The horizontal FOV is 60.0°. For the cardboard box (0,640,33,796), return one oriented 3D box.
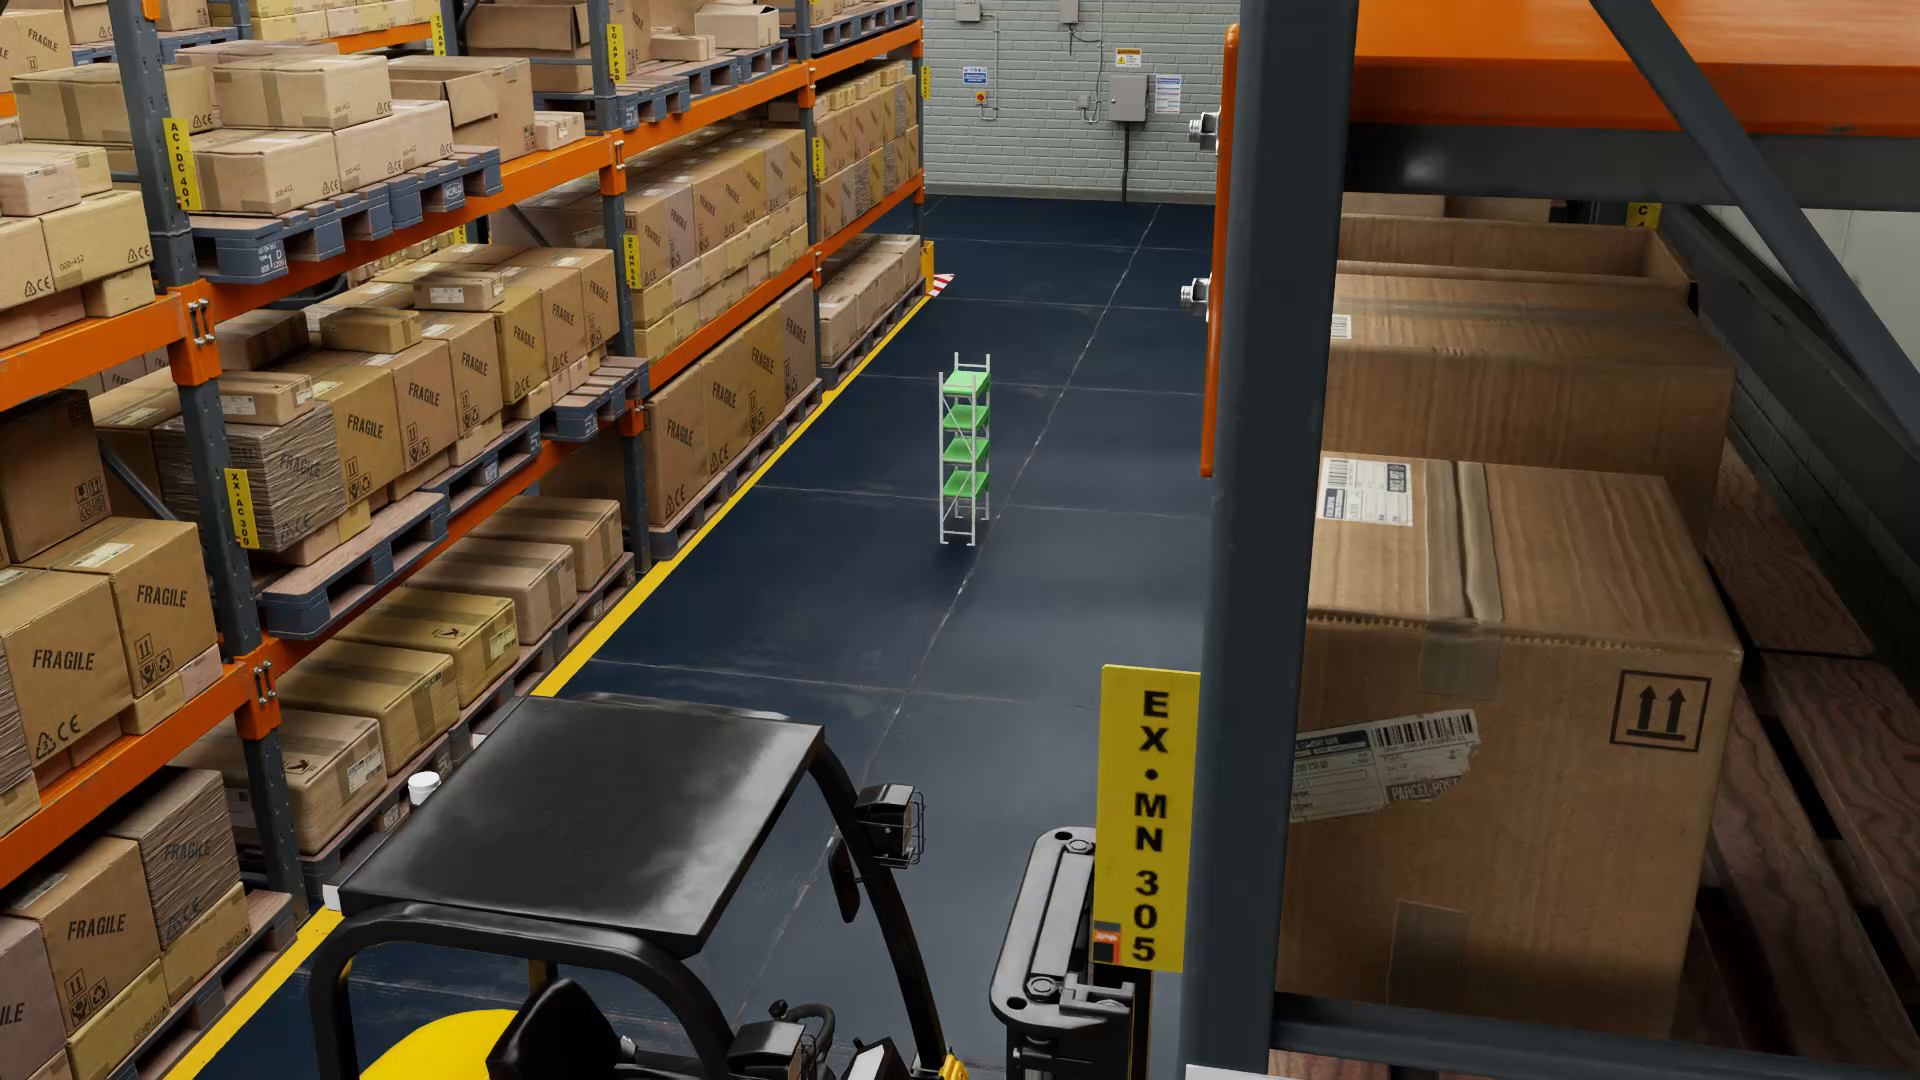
[{"bbox_3d":[-3.383,0.617,5.274,0.500,0.500,0.500,5,22,12],"label":"cardboard box"}]

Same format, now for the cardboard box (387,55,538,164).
[{"bbox_3d":[-2.723,-2.314,8.934,0.700,0.500,0.500,4,22,11],"label":"cardboard box"}]

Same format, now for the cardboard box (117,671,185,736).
[{"bbox_3d":[-3.147,0.590,6.209,0.380,0.149,0.250,5,22,12],"label":"cardboard box"}]

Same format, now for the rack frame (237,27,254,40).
[{"bbox_3d":[-6.570,-3.025,14.849,1.000,3.000,0.127,4,22,11],"label":"rack frame"}]

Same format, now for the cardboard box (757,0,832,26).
[{"bbox_3d":[-1.378,-4.563,13.822,0.500,0.500,0.500,5,22,12],"label":"cardboard box"}]

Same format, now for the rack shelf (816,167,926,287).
[{"bbox_3d":[-1.296,-3.082,15.955,1.077,0.370,4.000,4,22,11],"label":"rack shelf"}]

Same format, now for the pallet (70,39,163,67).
[{"bbox_3d":[-7.009,-3.732,12.841,1.213,0.211,1.003,4,22,11],"label":"pallet"}]

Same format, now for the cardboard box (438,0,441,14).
[{"bbox_3d":[-5.588,-5.623,17.486,0.500,0.250,0.500,4,22,10],"label":"cardboard box"}]

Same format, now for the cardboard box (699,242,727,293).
[{"bbox_3d":[-1.954,-1.921,11.639,0.500,0.250,0.500,4,22,11],"label":"cardboard box"}]

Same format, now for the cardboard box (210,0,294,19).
[{"bbox_3d":[-6.237,-4.736,14.615,0.500,0.250,0.500,5,23,13],"label":"cardboard box"}]

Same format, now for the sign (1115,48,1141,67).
[{"bbox_3d":[2.255,-6.461,22.276,0.339,0.242,0.001,4,22,11],"label":"sign"}]

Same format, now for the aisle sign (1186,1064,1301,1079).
[{"bbox_3d":[0.407,0.877,1.681,0.394,0.787,0.004,4,22,11],"label":"aisle sign"}]

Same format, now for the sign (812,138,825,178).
[{"bbox_3d":[-1.170,-3.147,13.709,0.100,0.325,0.005,4,22,11],"label":"sign"}]

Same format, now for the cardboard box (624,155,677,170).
[{"bbox_3d":[-2.356,-2.495,12.061,0.500,0.500,0.500,4,22,10],"label":"cardboard box"}]

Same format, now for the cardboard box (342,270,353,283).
[{"bbox_3d":[-6.149,-2.573,16.185,0.380,0.149,0.250,4,22,10],"label":"cardboard box"}]

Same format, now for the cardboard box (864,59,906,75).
[{"bbox_3d":[-0.765,-4.812,16.946,0.380,0.149,0.250,5,22,12],"label":"cardboard box"}]

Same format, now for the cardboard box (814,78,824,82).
[{"bbox_3d":[-1.510,-4.377,15.865,0.380,0.149,0.250,5,22,11],"label":"cardboard box"}]

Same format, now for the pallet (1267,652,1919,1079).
[{"bbox_3d":[0.877,0.474,2.264,1.003,0.211,1.213,4,22,11],"label":"pallet"}]

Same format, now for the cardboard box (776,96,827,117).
[{"bbox_3d":[-1.349,-3.686,14.151,0.380,0.149,0.250,5,22,12],"label":"cardboard box"}]

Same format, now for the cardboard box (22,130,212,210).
[{"bbox_3d":[-3.359,-1.500,6.687,0.500,0.250,0.500,4,22,10],"label":"cardboard box"}]

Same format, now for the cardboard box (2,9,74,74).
[{"bbox_3d":[-6.817,-3.555,12.017,0.500,0.500,0.500,4,22,11],"label":"cardboard box"}]

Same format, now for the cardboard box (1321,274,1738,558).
[{"bbox_3d":[0.866,-0.145,2.854,0.700,0.500,0.500,5,22,11],"label":"cardboard box"}]

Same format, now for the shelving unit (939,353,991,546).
[{"bbox_3d":[0.034,-0.617,11.280,0.258,1.200,0.503,4,22,11],"label":"shelving unit"}]

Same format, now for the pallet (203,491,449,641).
[{"bbox_3d":[-3.038,0.062,7.442,1.003,0.211,1.213,4,22,11],"label":"pallet"}]

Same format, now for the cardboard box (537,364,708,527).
[{"bbox_3d":[-2.298,-0.677,11.302,0.875,0.875,0.875,4,22,10],"label":"cardboard box"}]

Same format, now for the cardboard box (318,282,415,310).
[{"bbox_3d":[-3.040,-1.068,8.896,0.500,0.500,0.500,5,22,12],"label":"cardboard box"}]

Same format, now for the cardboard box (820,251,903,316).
[{"bbox_3d":[-1.103,-2.569,16.586,0.875,0.438,0.875,5,22,12],"label":"cardboard box"}]

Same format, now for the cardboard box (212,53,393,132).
[{"bbox_3d":[-2.733,-1.874,6.945,0.500,0.250,0.500,4,22,10],"label":"cardboard box"}]

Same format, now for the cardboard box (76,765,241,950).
[{"bbox_3d":[-3.194,1.211,6.447,0.500,0.500,0.500,4,22,10],"label":"cardboard box"}]

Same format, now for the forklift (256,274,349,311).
[{"bbox_3d":[-5.397,-1.907,12.164,3.031,2.935,1.130,-4,22,-10],"label":"forklift"}]

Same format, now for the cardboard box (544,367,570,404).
[{"bbox_3d":[-2.407,-0.872,9.277,0.380,0.149,0.250,3,22,8],"label":"cardboard box"}]

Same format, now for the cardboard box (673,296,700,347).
[{"bbox_3d":[-2.086,-1.501,11.266,0.500,0.250,0.500,4,22,9],"label":"cardboard box"}]

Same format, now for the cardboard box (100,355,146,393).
[{"bbox_3d":[-6.793,-1.209,13.124,0.500,0.500,0.500,4,22,10],"label":"cardboard box"}]

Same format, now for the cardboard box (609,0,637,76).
[{"bbox_3d":[-2.504,-3.231,10.649,0.700,0.500,0.500,3,22,8],"label":"cardboard box"}]

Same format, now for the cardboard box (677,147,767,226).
[{"bbox_3d":[-1.770,-2.639,12.418,0.500,0.500,0.500,5,23,13],"label":"cardboard box"}]

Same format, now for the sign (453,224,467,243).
[{"bbox_3d":[-3.064,-1.800,10.258,0.100,0.325,0.005,4,22,11],"label":"sign"}]

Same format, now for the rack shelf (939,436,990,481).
[{"bbox_3d":[0.034,-0.558,11.304,0.258,0.148,0.480,4,22,11],"label":"rack shelf"}]

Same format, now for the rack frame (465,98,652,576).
[{"bbox_3d":[-2.520,-1.222,10.372,1.000,3.000,0.127,4,22,11],"label":"rack frame"}]

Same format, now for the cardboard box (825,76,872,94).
[{"bbox_3d":[-1.043,-4.247,15.542,0.380,0.149,0.250,5,23,13],"label":"cardboard box"}]

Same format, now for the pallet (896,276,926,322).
[{"bbox_3d":[-0.974,-2.556,17.417,1.003,0.211,1.213,4,22,11],"label":"pallet"}]

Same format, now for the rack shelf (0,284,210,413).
[{"bbox_3d":[-3.744,-0.085,4.497,1.077,0.370,4.000,4,22,11],"label":"rack shelf"}]

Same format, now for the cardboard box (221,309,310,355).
[{"bbox_3d":[-3.302,-0.980,7.809,0.380,0.149,0.250,4,22,9],"label":"cardboard box"}]

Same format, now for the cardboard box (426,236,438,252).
[{"bbox_3d":[-5.765,-3.142,17.596,0.380,0.149,0.250,4,22,9],"label":"cardboard box"}]

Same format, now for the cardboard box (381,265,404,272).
[{"bbox_3d":[-5.879,-2.708,16.918,0.380,0.149,0.250,5,22,11],"label":"cardboard box"}]

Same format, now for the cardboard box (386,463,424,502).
[{"bbox_3d":[-2.778,-0.306,7.873,0.380,0.149,0.250,5,22,12],"label":"cardboard box"}]

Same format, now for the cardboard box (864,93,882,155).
[{"bbox_3d":[-1.039,-3.905,15.563,0.500,0.500,0.500,4,22,11],"label":"cardboard box"}]

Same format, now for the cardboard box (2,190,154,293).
[{"bbox_3d":[-3.163,-1.036,5.698,0.500,0.250,0.500,4,22,10],"label":"cardboard box"}]

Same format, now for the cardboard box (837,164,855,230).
[{"bbox_3d":[-1.245,-3.066,14.818,0.500,0.500,0.500,5,22,11],"label":"cardboard box"}]

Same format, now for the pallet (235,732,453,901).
[{"bbox_3d":[-3.179,1.250,7.968,1.003,0.211,1.213,4,22,11],"label":"pallet"}]

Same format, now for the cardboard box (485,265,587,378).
[{"bbox_3d":[-2.435,-1.224,9.282,0.500,0.500,0.500,4,22,10],"label":"cardboard box"}]

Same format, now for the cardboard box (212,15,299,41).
[{"bbox_3d":[-6.217,-4.496,14.687,0.500,0.250,0.500,6,23,14],"label":"cardboard box"}]
